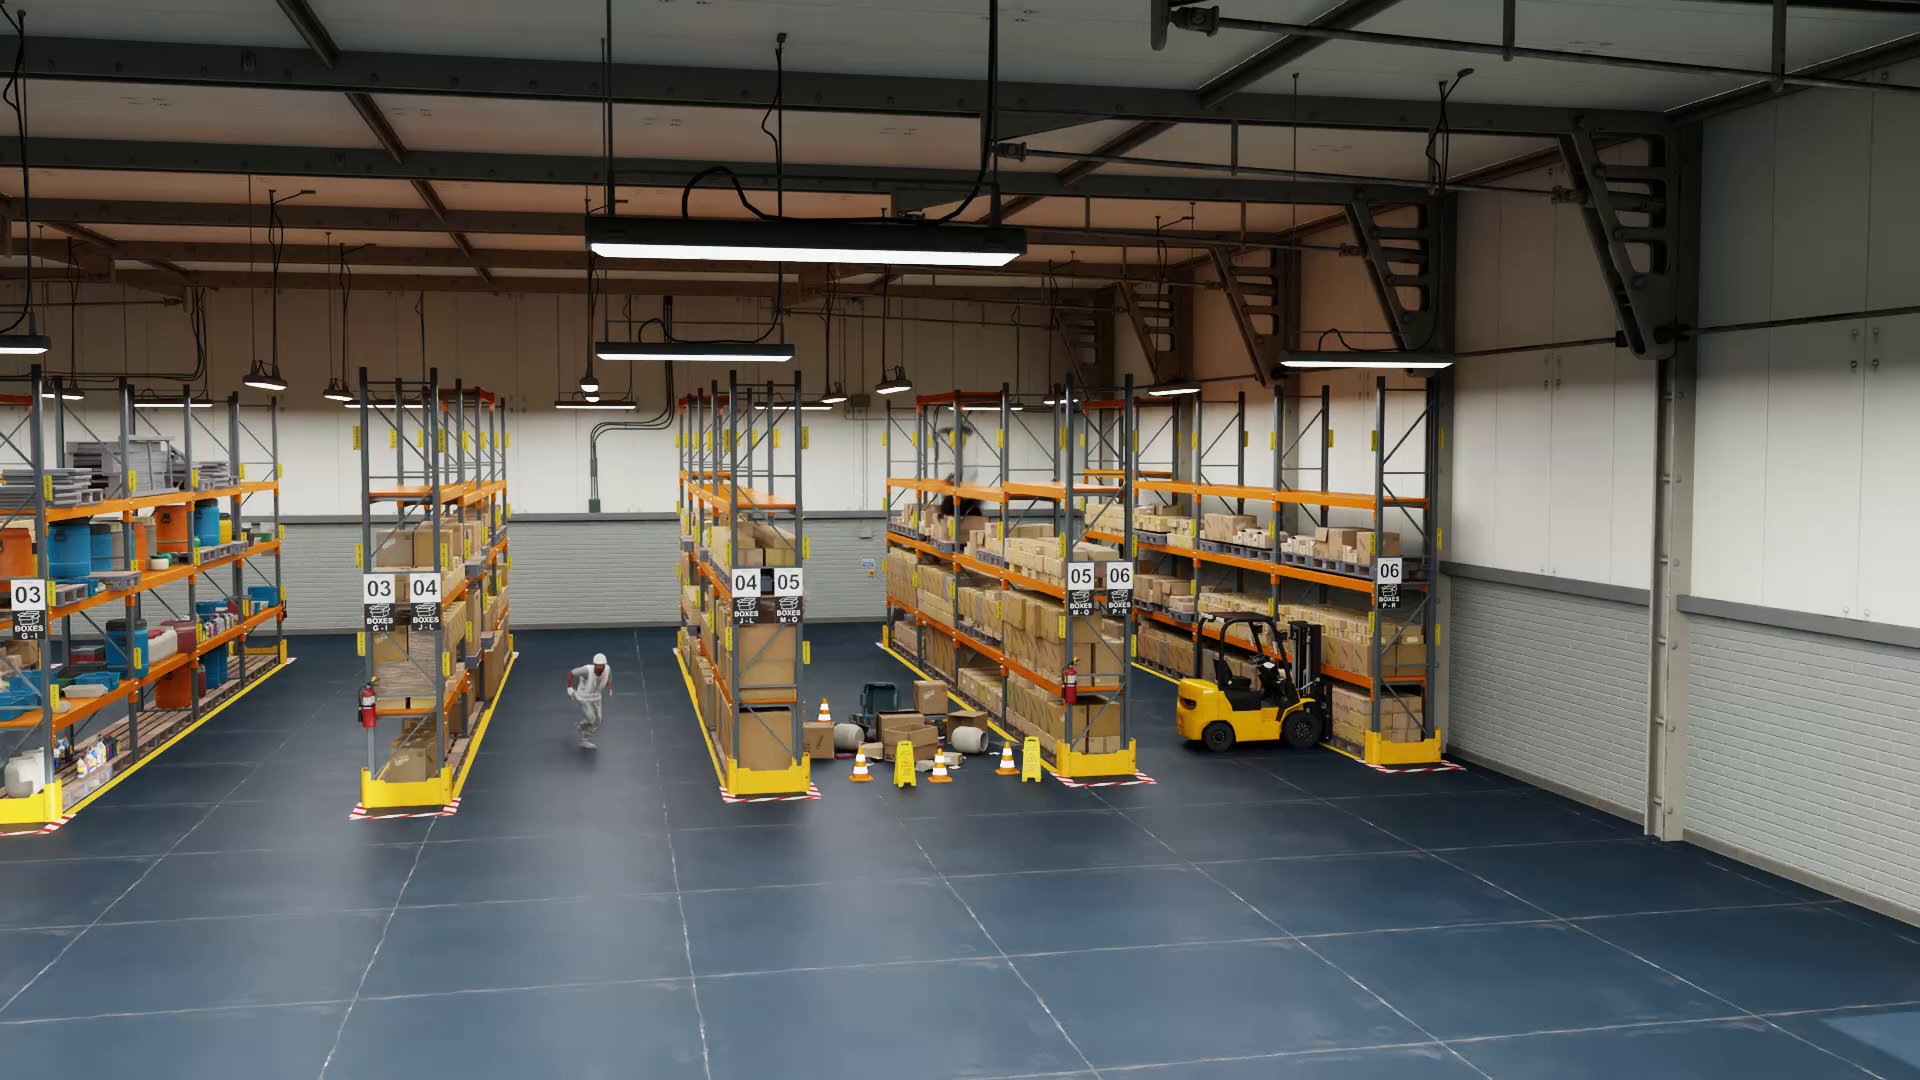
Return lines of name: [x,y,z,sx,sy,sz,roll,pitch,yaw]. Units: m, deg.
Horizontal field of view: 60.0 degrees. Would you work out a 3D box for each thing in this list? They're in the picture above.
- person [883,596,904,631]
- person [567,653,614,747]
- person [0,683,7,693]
person: [-1.623,1.679,41.632,0.655,1.710,0.691,0,3,6]
person: [-5.949,2.601,26.837,0.720,1.594,0.890,-3,5,-41]
person: [-14.698,2.649,24.846,0.635,1.772,0.782,0,3,3]
